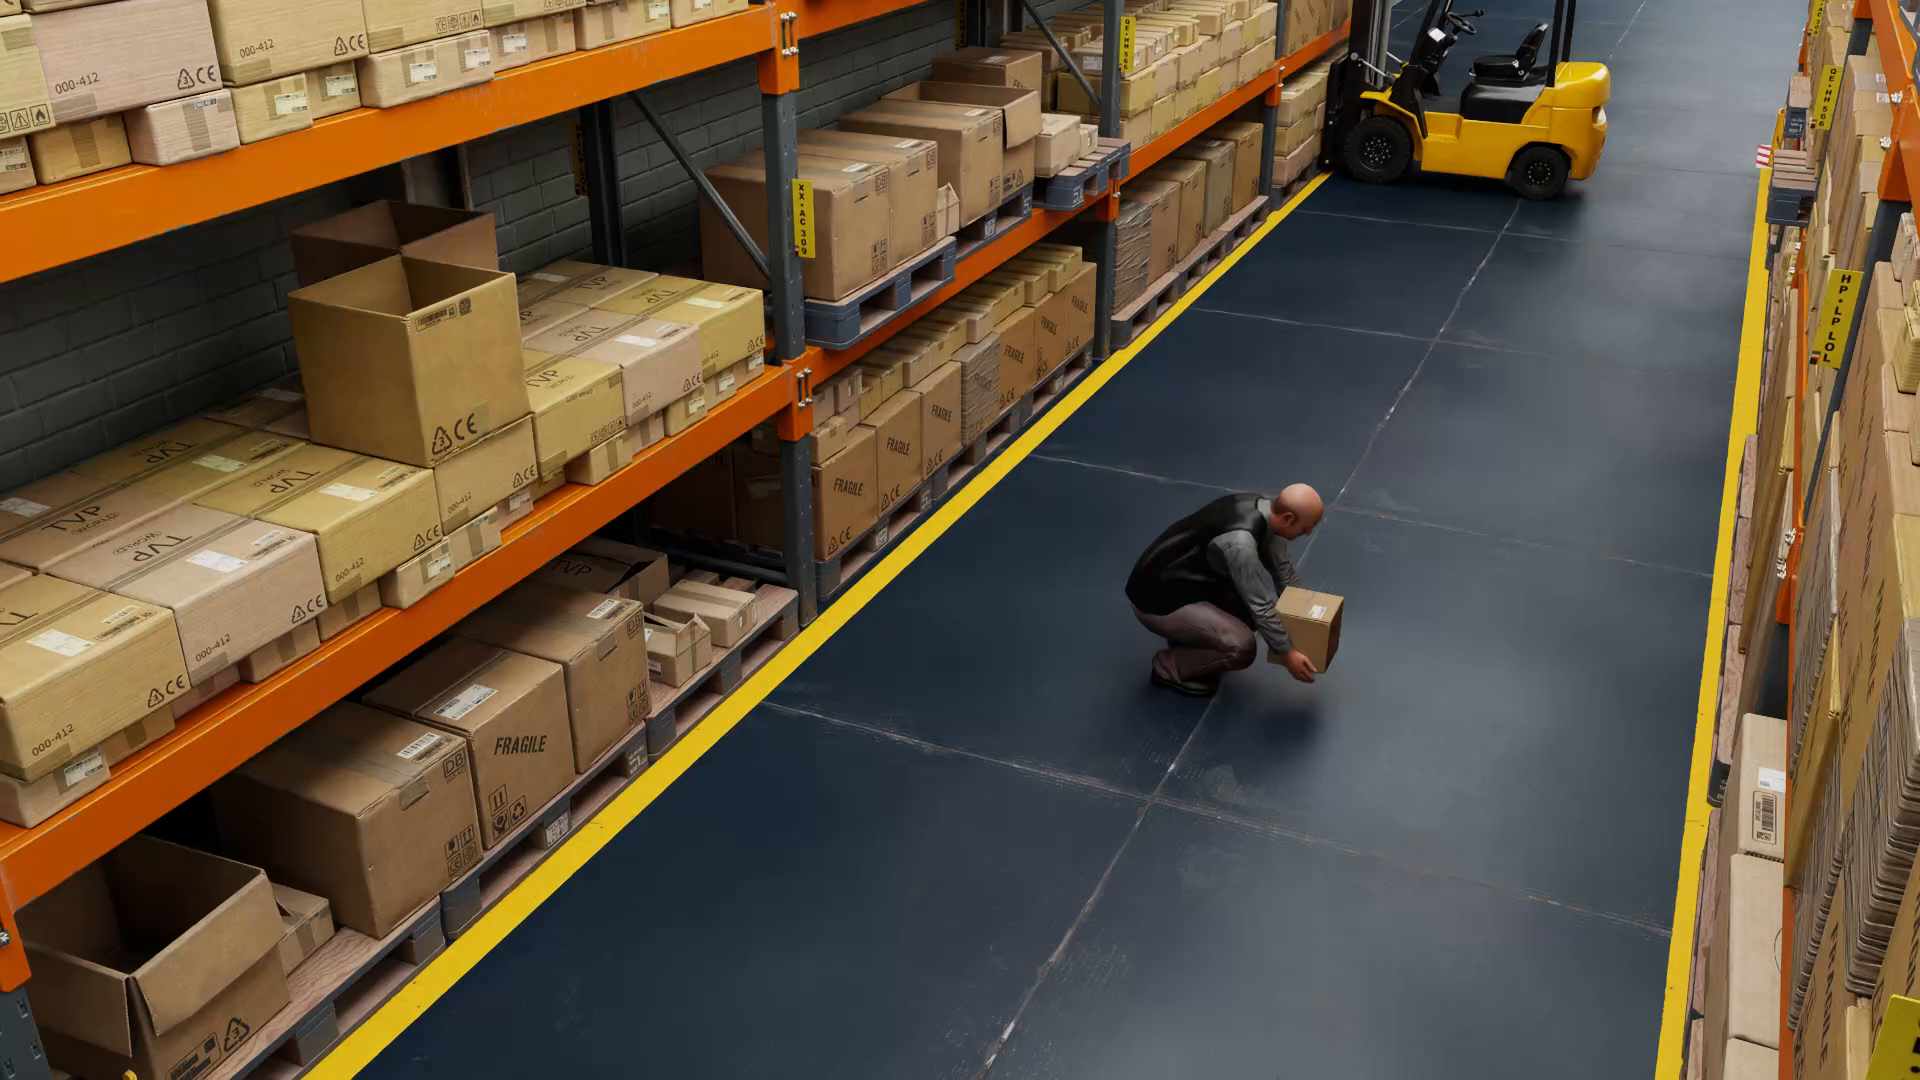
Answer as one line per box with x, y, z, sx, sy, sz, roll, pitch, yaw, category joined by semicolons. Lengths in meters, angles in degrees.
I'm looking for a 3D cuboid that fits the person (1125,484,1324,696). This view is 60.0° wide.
1.163;0.188;7.145;0.868;0.957;0.528;11;28;22;person
